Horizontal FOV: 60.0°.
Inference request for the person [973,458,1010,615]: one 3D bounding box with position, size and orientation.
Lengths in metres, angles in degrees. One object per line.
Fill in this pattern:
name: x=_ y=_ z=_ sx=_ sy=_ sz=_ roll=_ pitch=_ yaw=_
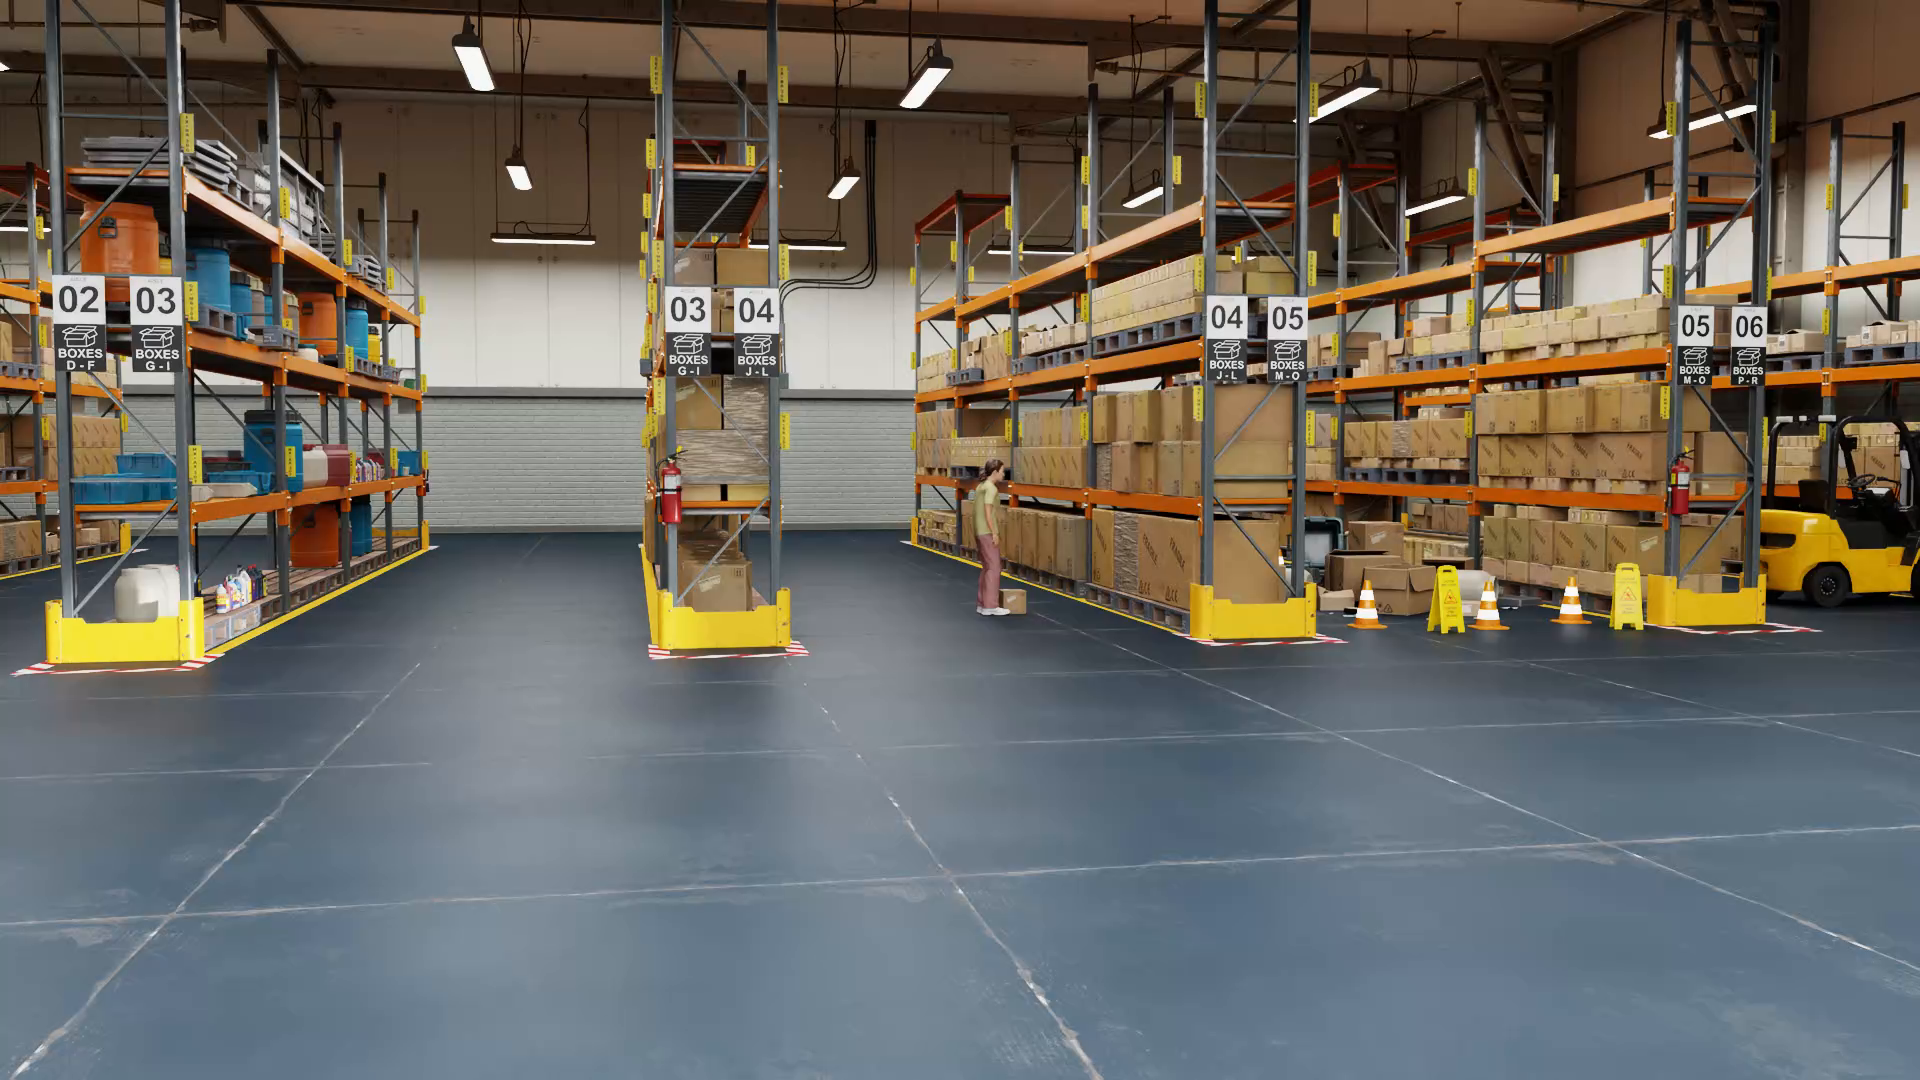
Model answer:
person: x=0.324 y=-0.041 z=17.898 sx=0.358 sy=1.673 sz=0.499 roll=-1 pitch=3 yaw=-11
